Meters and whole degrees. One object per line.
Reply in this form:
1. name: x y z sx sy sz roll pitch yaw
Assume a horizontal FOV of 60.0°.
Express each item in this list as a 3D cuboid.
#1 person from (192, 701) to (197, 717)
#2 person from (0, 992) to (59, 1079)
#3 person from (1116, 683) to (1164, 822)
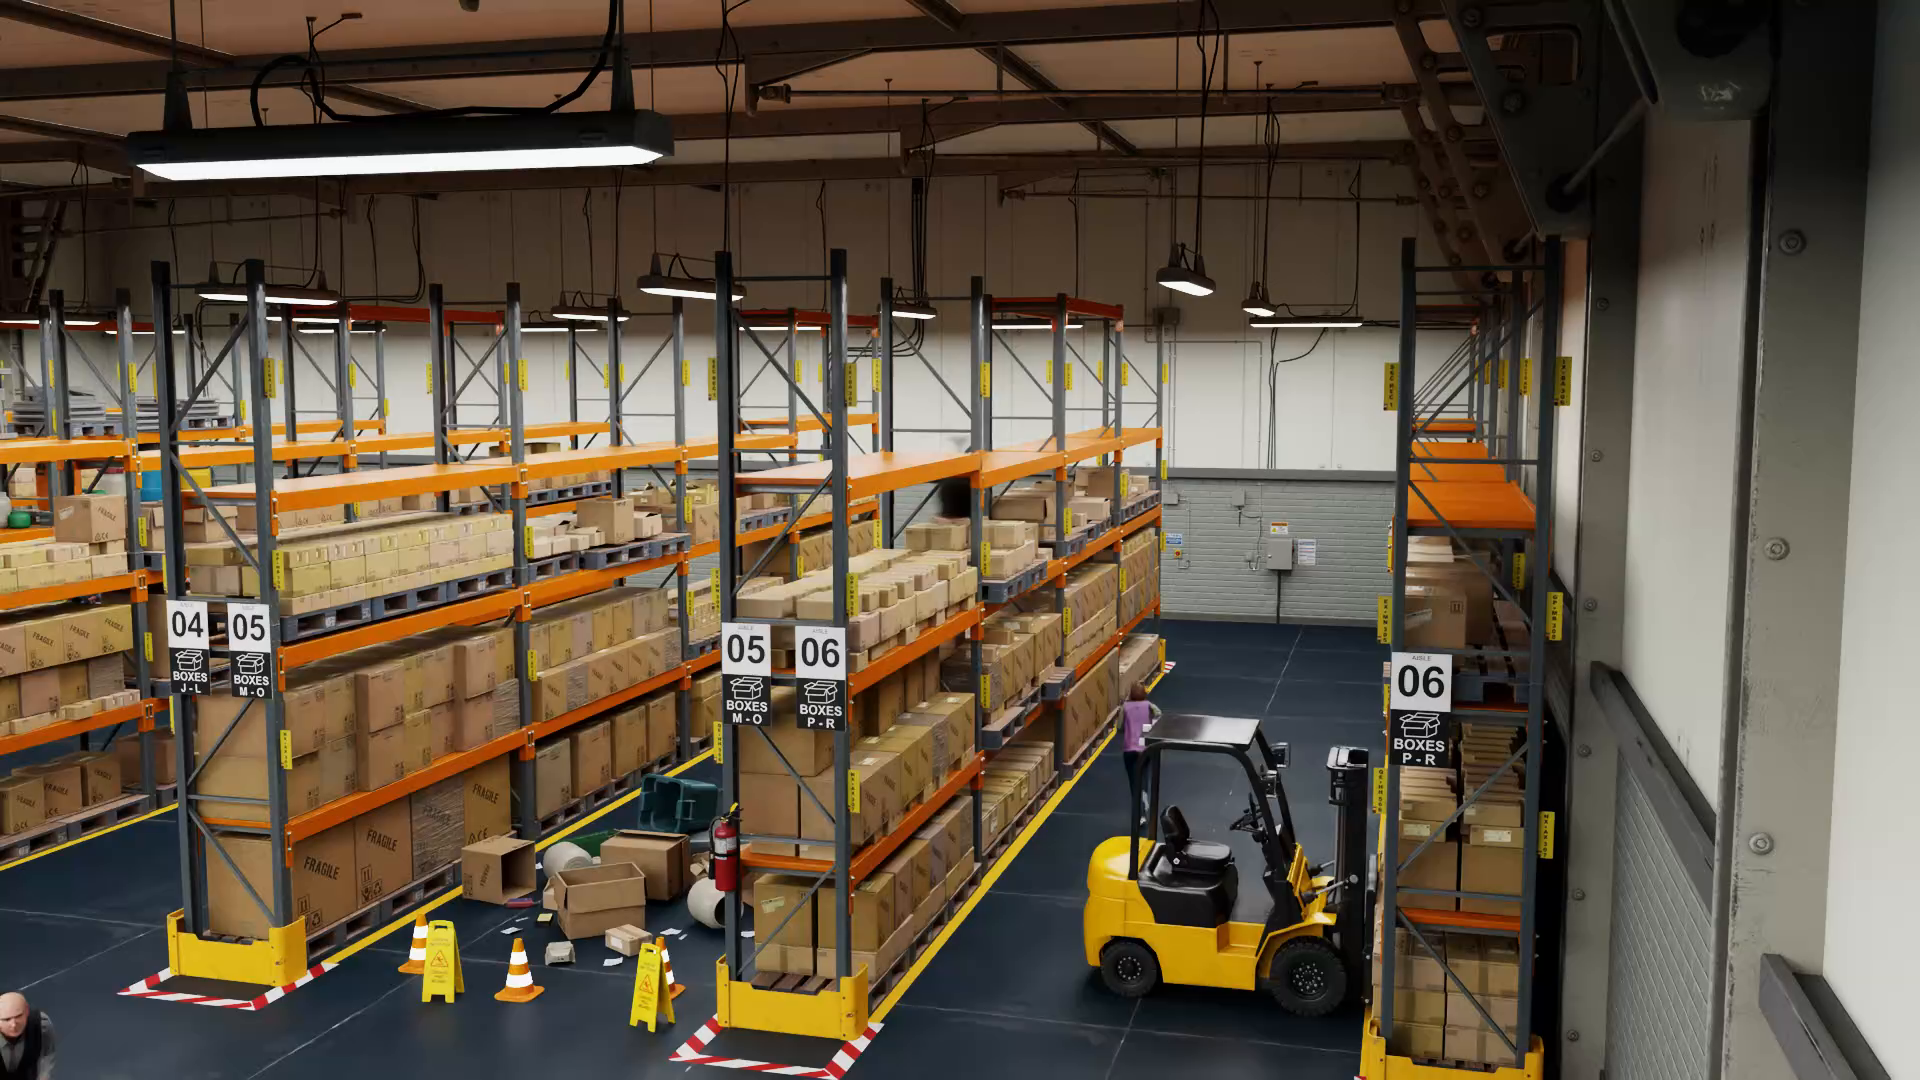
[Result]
1. person: -11.009 1.930 23.851 0.522 1.442 0.805 0 6 -1
2. person: -5.742 3.375 9.885 0.826 1.528 0.677 6 8 43
3. person: 2.048 2.400 18.888 0.545 1.527 0.780 0 6 0
